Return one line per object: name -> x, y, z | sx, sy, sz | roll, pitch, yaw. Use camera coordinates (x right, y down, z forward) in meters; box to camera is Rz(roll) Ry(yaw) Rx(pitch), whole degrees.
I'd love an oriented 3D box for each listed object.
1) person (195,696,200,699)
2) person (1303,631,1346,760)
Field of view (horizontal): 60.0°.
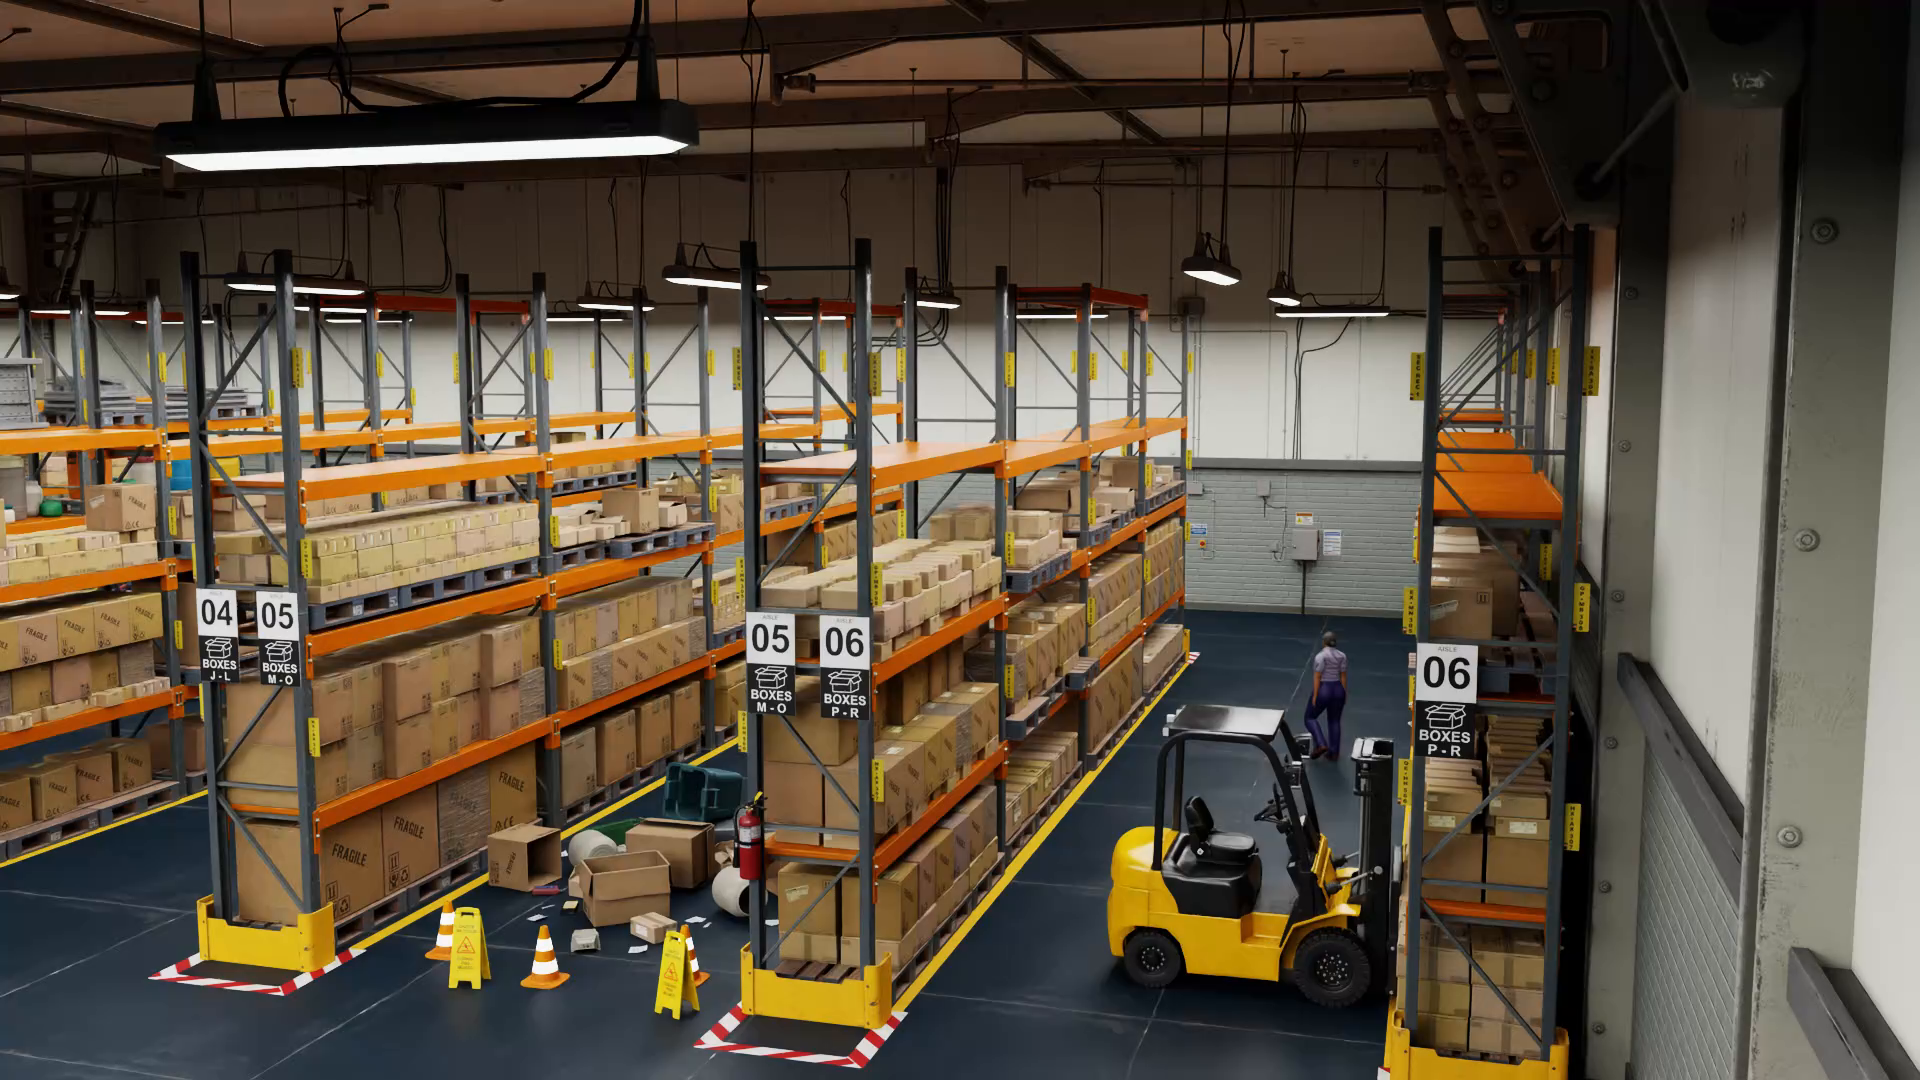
person -> -11.542, 1.516, 25.019 | 0.583, 1.727, 0.506 | 6, 9, 43
person -> 4.684, 1.981, 21.194 | 0.545, 1.649, 0.429 | -3, 7, -25
